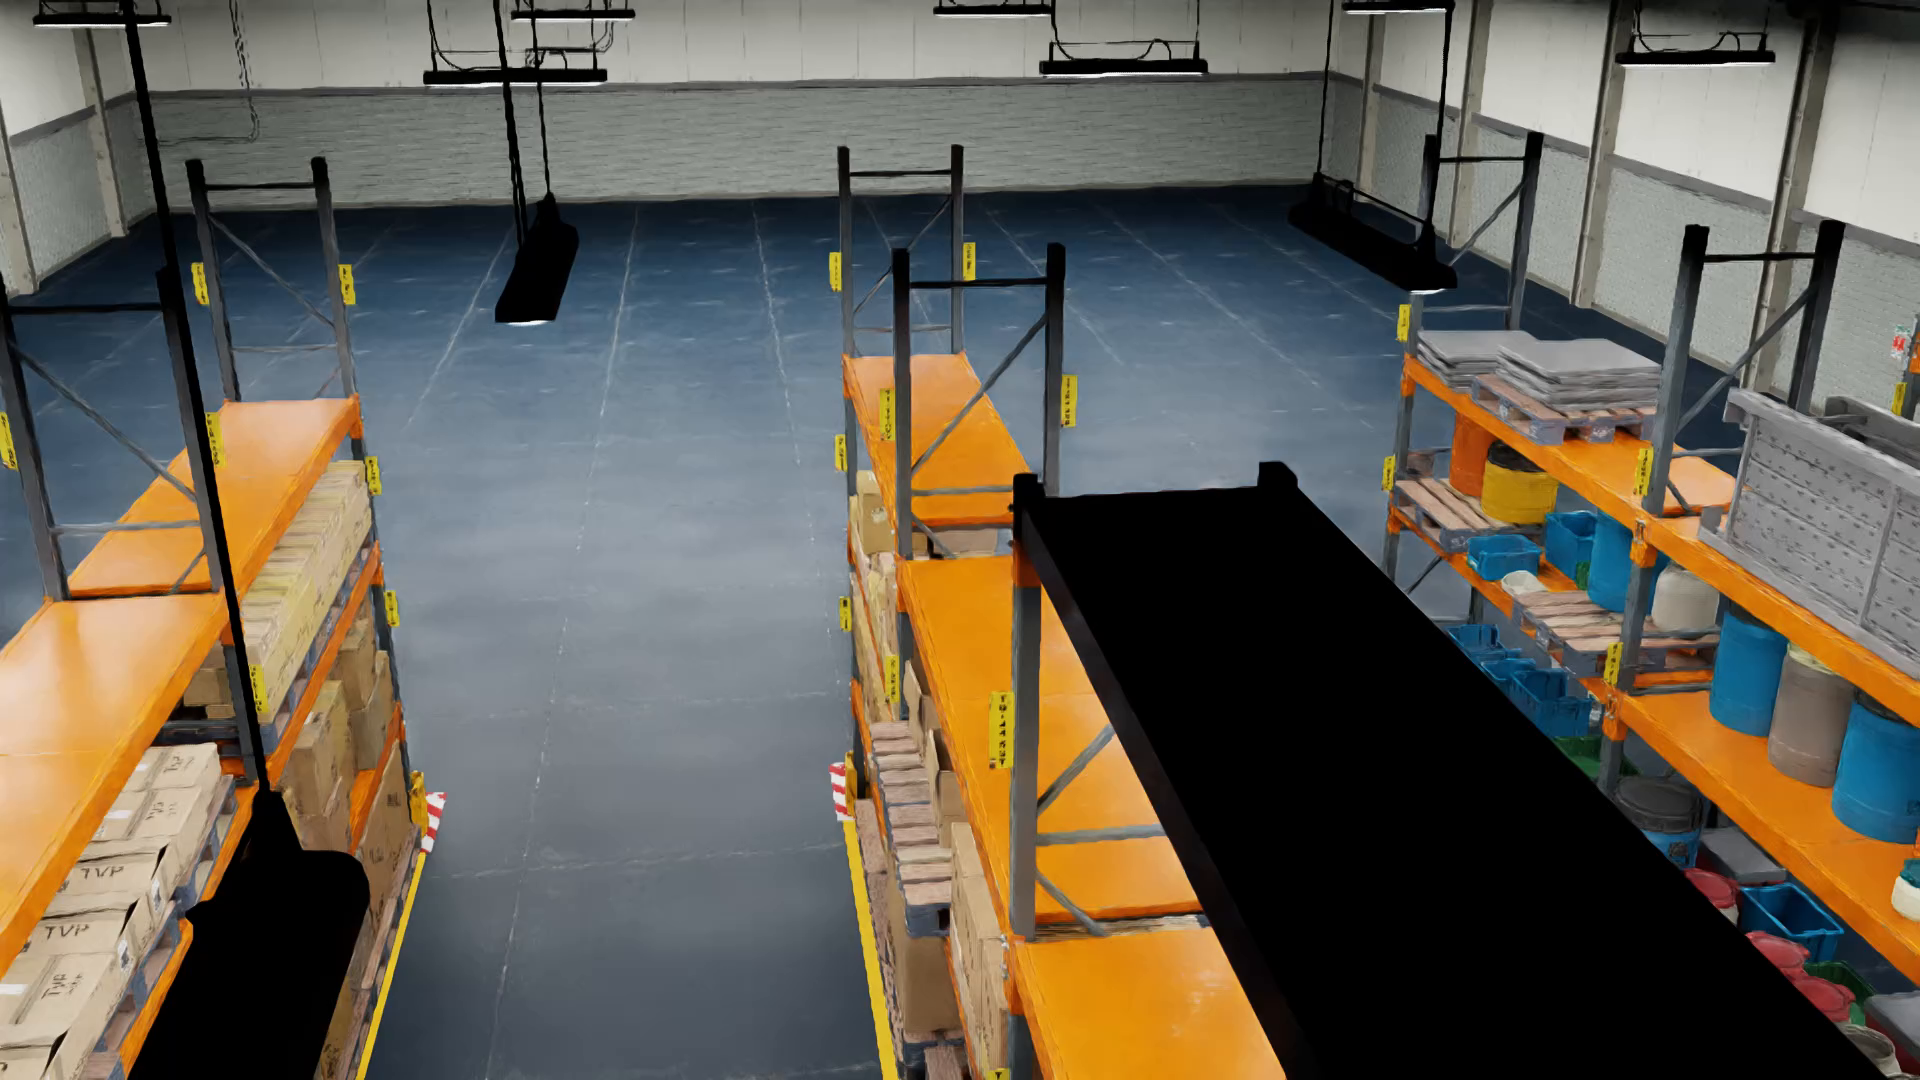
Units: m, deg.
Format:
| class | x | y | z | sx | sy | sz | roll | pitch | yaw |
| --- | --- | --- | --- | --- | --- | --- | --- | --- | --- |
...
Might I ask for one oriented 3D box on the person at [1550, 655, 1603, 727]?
| class | x | y | z | sx | sy | sz | roll | pitch | yaw |
| --- | --- | --- | --- | --- | --- | --- | --- | --- | --- |
| person | 6.318 | 0.943 | 16.916 | 0.703 | 1.721 | 0.835 | -1 | 22 | -3 |
